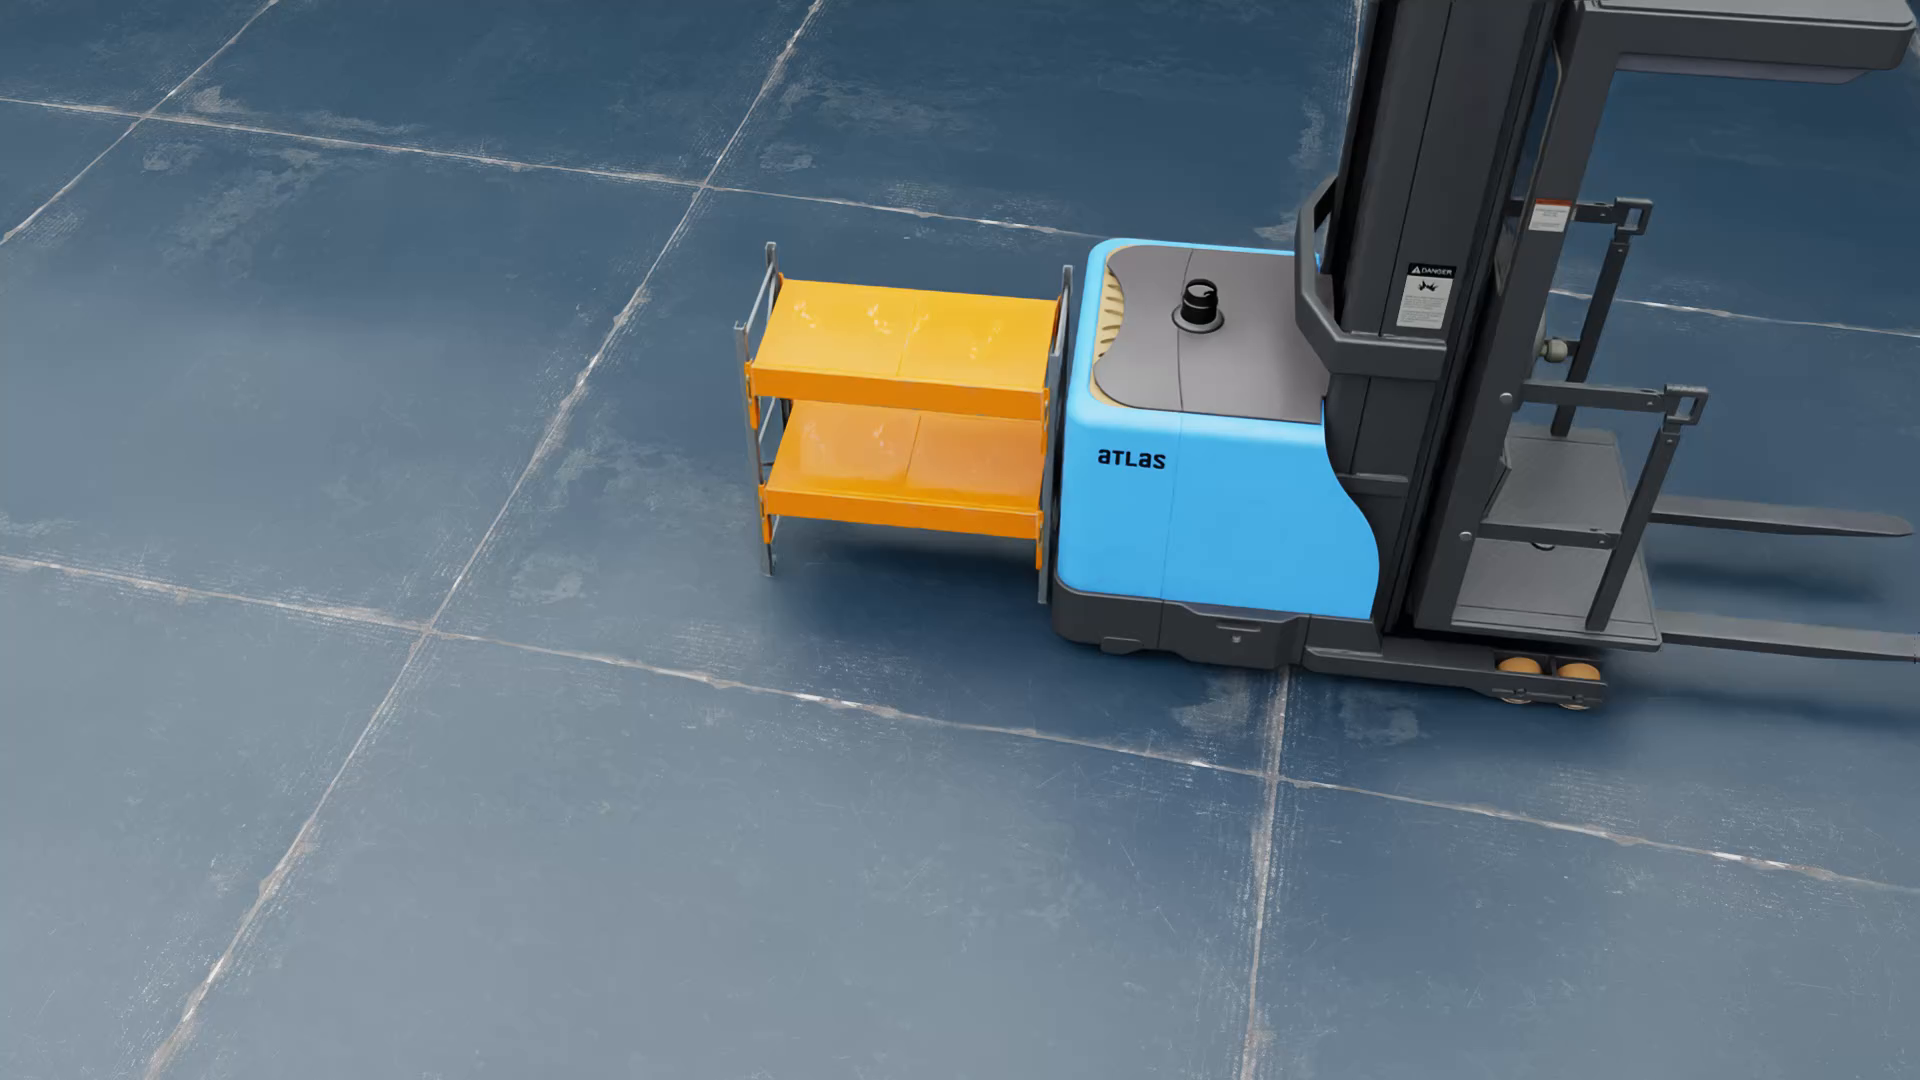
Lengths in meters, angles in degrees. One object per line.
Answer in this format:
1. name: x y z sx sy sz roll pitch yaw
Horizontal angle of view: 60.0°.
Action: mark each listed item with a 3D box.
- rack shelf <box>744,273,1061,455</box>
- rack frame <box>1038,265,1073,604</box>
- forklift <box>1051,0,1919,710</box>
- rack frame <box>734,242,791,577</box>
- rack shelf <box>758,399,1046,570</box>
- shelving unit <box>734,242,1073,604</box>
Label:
1. rack shelf: -0.173 -0.605 5.646 1.000 0.278 0.538 5 44 6
2. rack frame: 0.330 -0.346 5.799 0.032 1.125 0.500 5 44 6
3. forklift: 1.879 -0.875 5.046 3.031 2.935 1.130 5 44 6
4. rack frame: -0.677 -0.442 5.898 0.032 1.125 0.500 5 44 6
5. rack shelf: -0.173 -0.218 6.018 1.000 0.278 0.538 5 44 6
6. shelving unit: -0.173 -0.394 5.849 1.048 1.125 0.538 5 44 6
